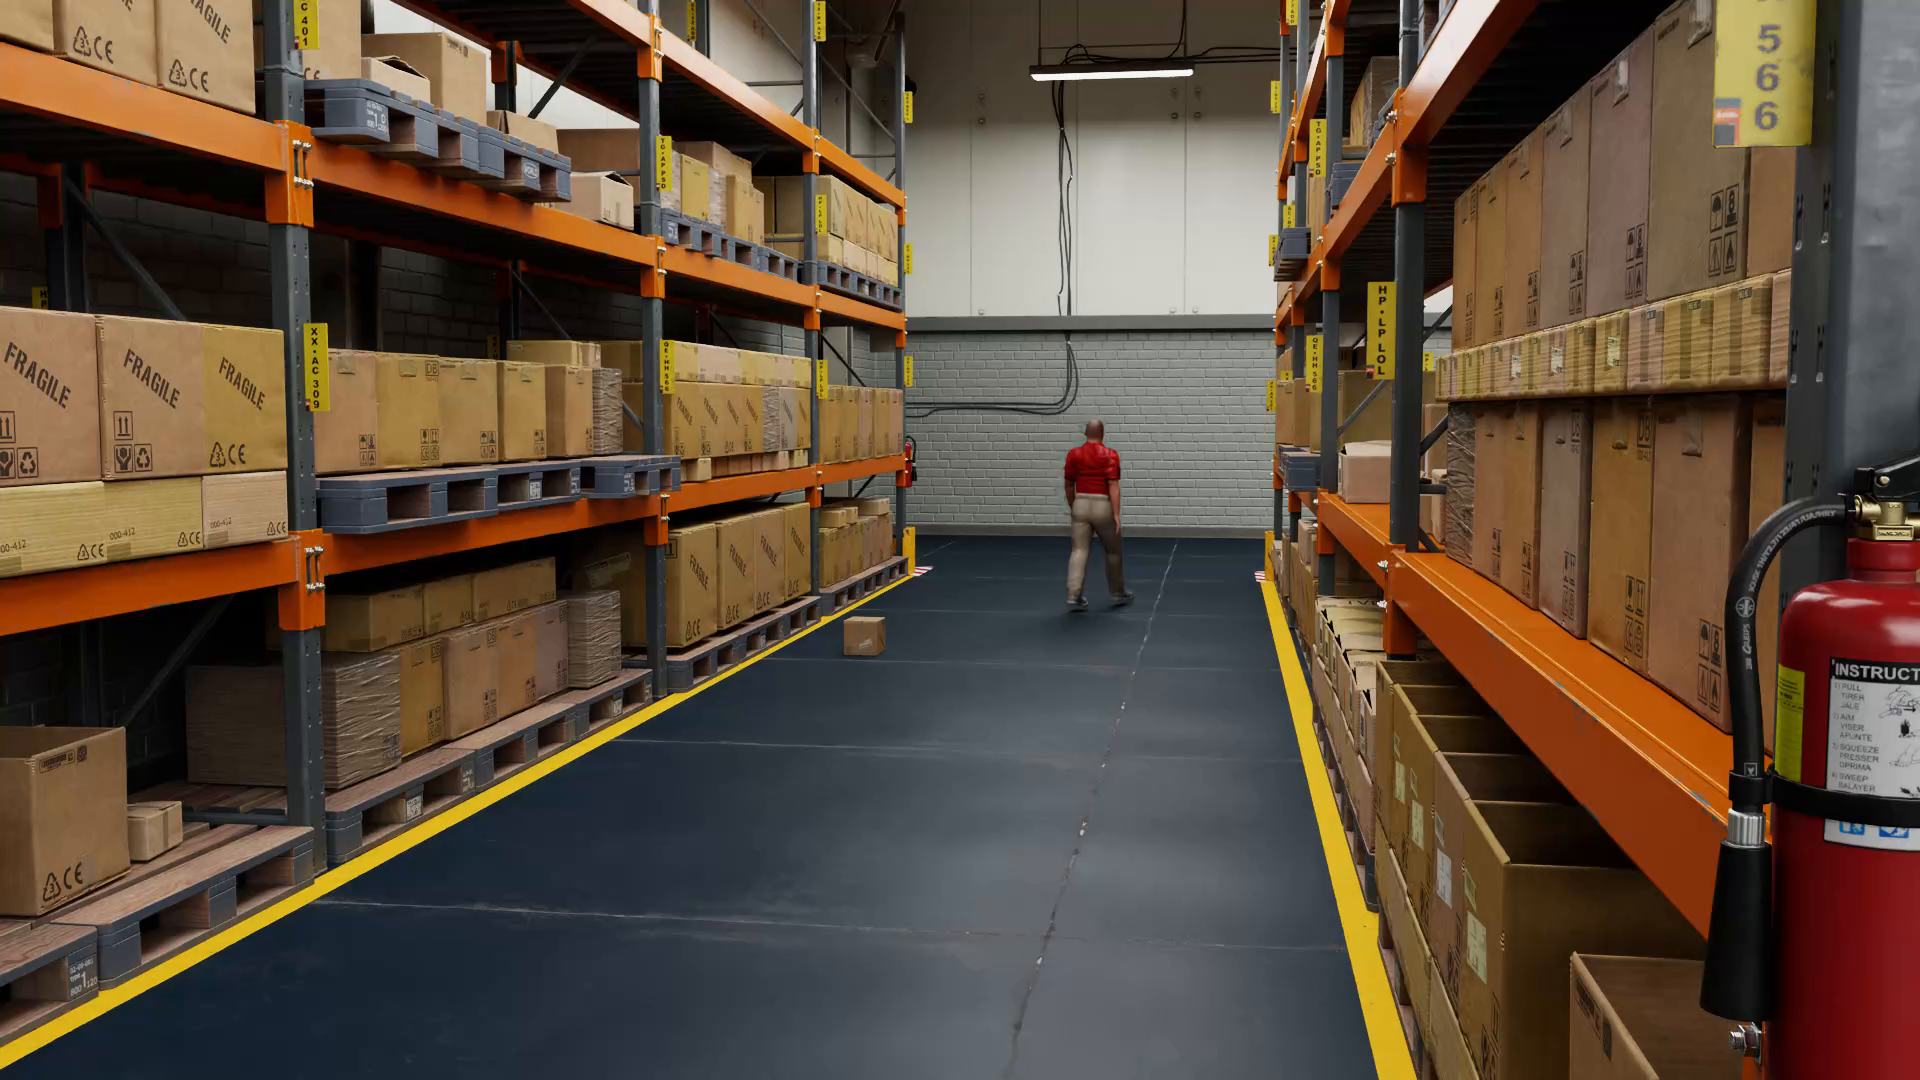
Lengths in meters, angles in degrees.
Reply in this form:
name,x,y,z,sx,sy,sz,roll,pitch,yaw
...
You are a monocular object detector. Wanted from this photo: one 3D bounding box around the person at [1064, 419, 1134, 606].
name,x,y,z,sx,sy,sz,roll,pitch,yaw
person,1.243,-0.261,15.014,0.576,1.667,0.983,2,5,22
